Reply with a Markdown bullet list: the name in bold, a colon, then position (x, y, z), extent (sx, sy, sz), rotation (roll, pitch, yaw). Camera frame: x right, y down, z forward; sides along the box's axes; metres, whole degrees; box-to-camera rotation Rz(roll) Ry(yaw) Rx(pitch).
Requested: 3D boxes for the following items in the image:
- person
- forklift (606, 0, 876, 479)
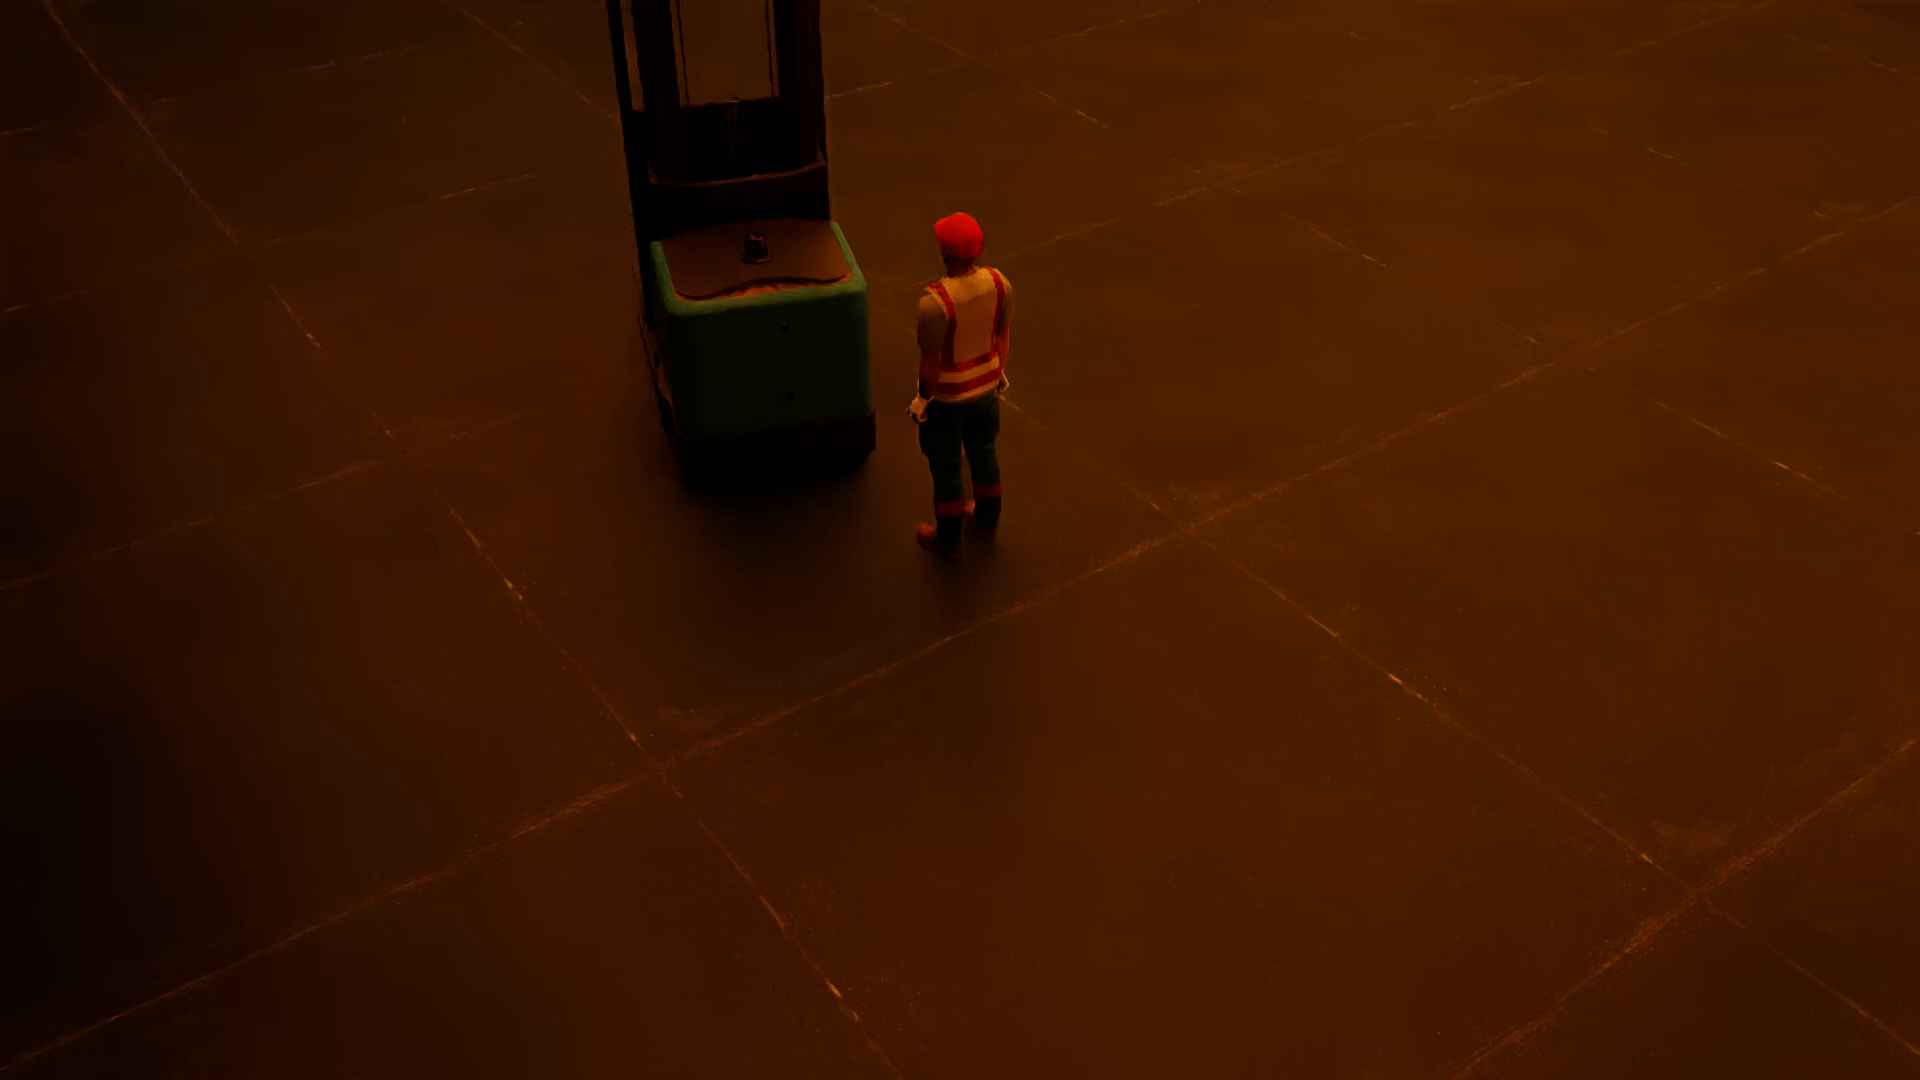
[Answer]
- **person**: position (-0.013, -0.730, 7.891), extent (0.540, 1.795, 0.349), rotation (-23, 42, -28)
- **forklift**: position (-1.338, -2.377, 9.159), extent (1.130, 2.935, 3.031), rotation (-9, 37, -12)
